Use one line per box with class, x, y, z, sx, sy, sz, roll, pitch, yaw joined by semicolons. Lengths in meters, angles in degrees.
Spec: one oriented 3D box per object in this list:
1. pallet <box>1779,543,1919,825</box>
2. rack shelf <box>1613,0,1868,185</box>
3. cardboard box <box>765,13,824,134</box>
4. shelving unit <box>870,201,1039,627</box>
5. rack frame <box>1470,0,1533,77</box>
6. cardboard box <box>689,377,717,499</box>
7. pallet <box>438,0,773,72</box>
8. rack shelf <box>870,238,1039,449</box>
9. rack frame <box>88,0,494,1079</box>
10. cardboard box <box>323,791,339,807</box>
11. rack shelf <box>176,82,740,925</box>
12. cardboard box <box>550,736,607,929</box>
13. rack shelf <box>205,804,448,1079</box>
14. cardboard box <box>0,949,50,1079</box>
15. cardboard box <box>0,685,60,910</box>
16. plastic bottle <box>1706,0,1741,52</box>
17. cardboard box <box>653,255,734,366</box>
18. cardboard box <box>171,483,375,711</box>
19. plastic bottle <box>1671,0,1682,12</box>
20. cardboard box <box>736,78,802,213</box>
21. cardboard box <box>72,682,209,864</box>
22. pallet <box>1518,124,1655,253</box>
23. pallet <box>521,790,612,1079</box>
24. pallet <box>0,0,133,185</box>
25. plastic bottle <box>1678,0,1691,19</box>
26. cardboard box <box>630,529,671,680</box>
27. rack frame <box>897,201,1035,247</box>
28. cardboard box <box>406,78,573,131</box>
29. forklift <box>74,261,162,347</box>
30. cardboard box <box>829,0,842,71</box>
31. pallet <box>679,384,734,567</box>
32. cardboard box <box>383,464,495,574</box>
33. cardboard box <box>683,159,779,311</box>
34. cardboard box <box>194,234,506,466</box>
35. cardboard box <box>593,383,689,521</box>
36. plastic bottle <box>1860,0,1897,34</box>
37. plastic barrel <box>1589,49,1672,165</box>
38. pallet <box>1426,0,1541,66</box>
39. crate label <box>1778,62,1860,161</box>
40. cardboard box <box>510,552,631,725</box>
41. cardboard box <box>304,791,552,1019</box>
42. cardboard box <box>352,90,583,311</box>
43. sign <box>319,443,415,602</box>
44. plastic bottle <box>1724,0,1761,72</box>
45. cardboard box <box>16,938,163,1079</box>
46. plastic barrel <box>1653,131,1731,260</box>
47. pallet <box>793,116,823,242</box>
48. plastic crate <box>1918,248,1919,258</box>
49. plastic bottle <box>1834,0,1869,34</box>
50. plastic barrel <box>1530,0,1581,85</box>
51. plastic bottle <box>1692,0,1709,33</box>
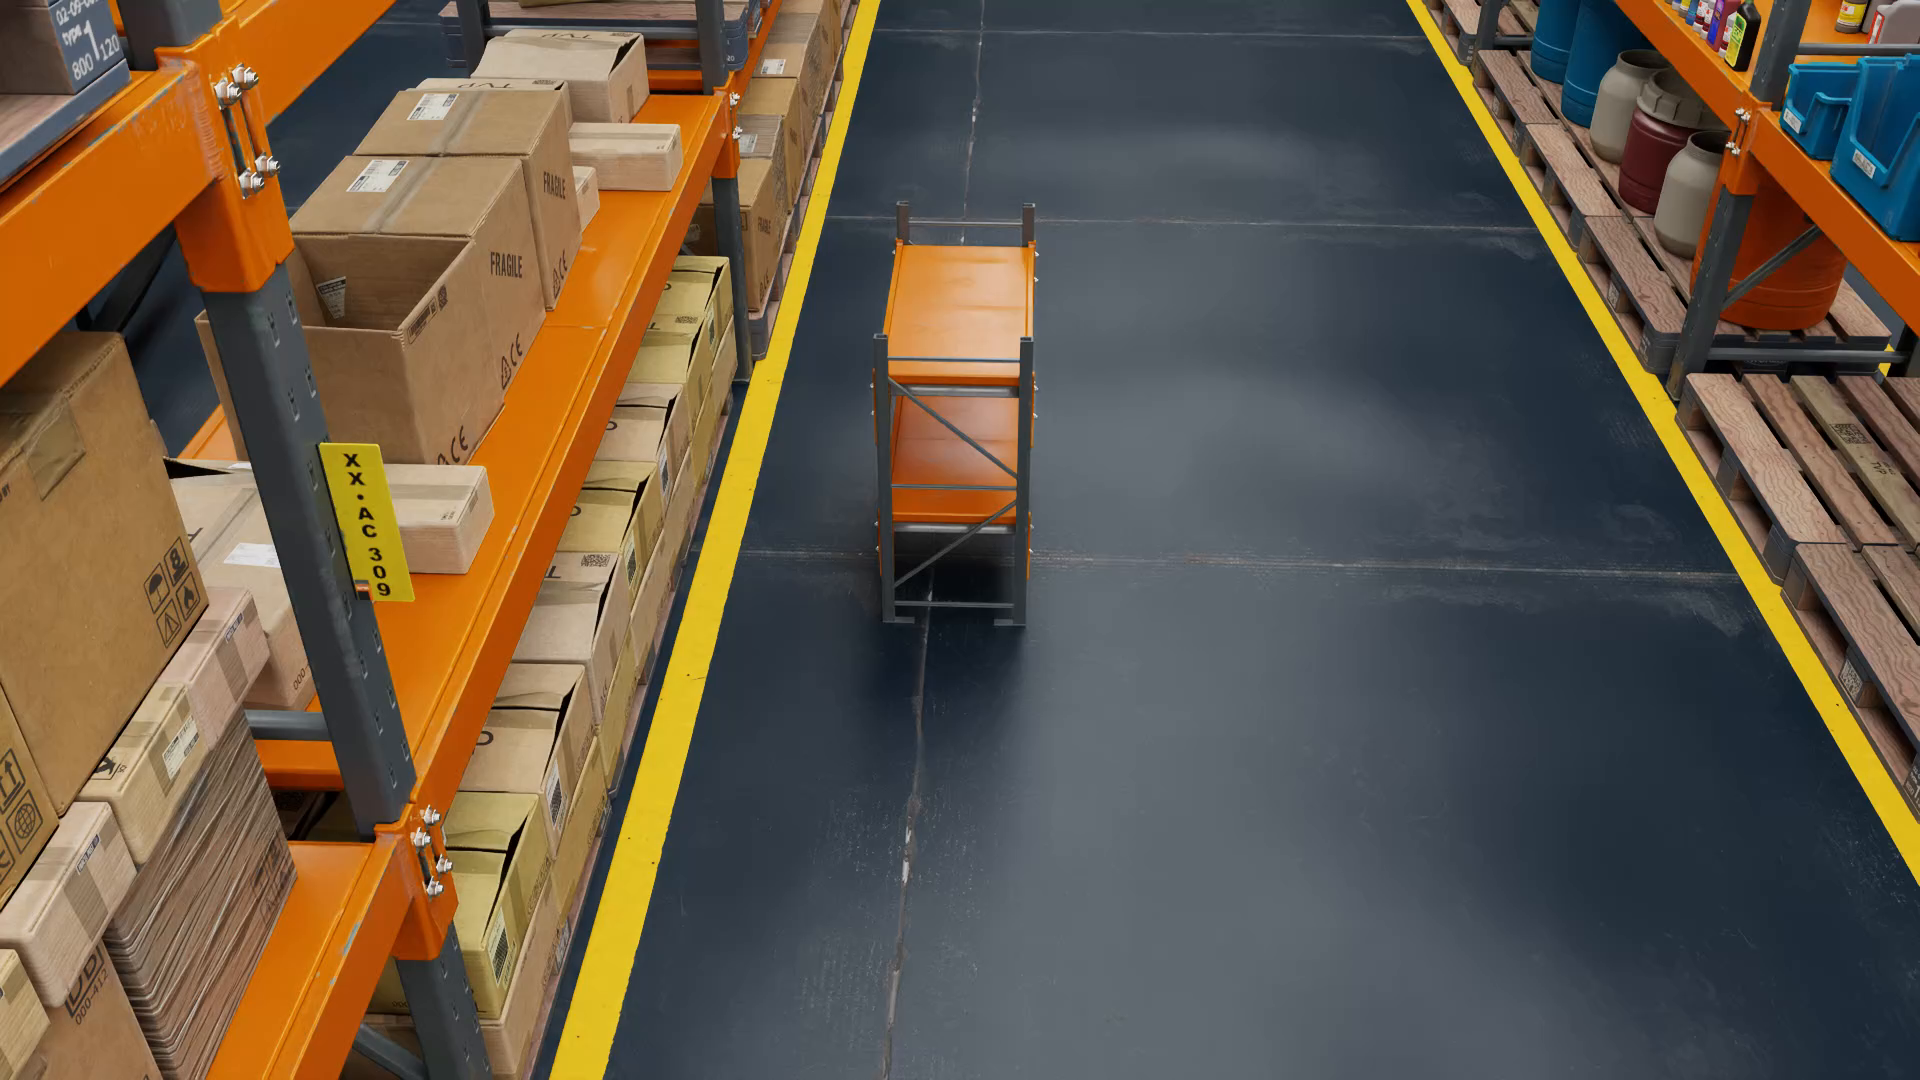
pallet;3.417;0.451;5.424;1.003;0.211;1.213;1;35;2
rack shelf;3.619;-2.688;8.091;1.077;0.370;4.000;1;35;2
cardboard box;-1.032;-2.543;9.051;0.500;0.500;0.500;2;35;2
shelving unit;0.000;-0.464;5.932;0.538;1.125;1.048;1;35;2
rack frame;3.700;-4.131;9.519;1.000;3.000;0.127;1;35;2
cardboard box;-1.205;-0.392;6.226;0.500;0.250;0.500;1;35;1
pallet;-1.453;-2.262;7.027;1.213;0.211;1.003;1;35;2
rack shelf;0.000;-0.704;5.764;0.538;0.278;1.000;1;35;2
rack frame;-1.574;0.349;3.145;0.949;2.616;0.053;1;35;2
cardboard box;-1.826;0.534;4.420;0.500;0.311;0.500;2;35;3
rack shelf;-1.491;-0.506;4.987;1.077;0.370;4.000;1;35;2
cardboard box;-1.285;0.782;4.555;0.500;0.250;0.500;2;35;3
rack shelf;-1.651;1.792;1.717;1.077;0.370;4.000;1;35;2
cardboard box;-1.397;0.647;2.070;0.380;0.149;0.250;1;35;2
cardboard box;-1.601;0.322;1.967;0.700;0.500;0.500;1;35;2
plastic bottle;3.138;-2.160;6.816;0.061;0.283;0.133;1;35;2
cardboard box;-1.185;-0.919;6.488;0.500;0.311;0.500;2;35;3
cardboard box;-1.595;0.126;3.592;0.500;0.250;0.500;3;35;5
plastic bottle;3.177;-2.445;7.232;0.097;0.271;0.097;0;35;0
cardboard box;-1.066;-1.951;8.208;0.500;0.500;0.500;1;35;1
cardboard box;-1.380;0.345;2.499;0.380;0.149;0.250;1;35;1
pallet;3.581;-1.845;8.692;1.003;0.211;1.213;1;35;2
pallet;-1.580;1.065;4.551;1.003;0.211;1.213;1;35;2
pallet;-1.579;-0.352;1.610;1.003;0.211;1.213;1;35;2
plastic bottle;3.173;-2.360;7.172;0.097;0.201;0.097;0;35;0
cardboard box;-1.246;0.192;5.394;0.500;0.250;0.500;2;35;3
rack frame;0.021;-0.756;6.348;0.500;1.125;0.032;1;35;2
cardboard box;-1.640;-1.404;5.716;0.500;0.311;0.500;1;35;1
forklift;-3.922;-1.453;5.768;1.130;2.935;3.031;-3;35;-4
cardboard box;-0.983;-3.115;9.865;0.500;0.500;0.500;1;35;2
pallet;-1.482;-0.337;6.545;1.003;0.211;1.213;1;35;2
cardboard box;-1.331;-0.053;3.935;0.380;0.149;0.250;1;35;2
cardboard box;-1.106;-1.362;7.370;0.500;0.500;0.500;3;35;4
cardboard box;-1.503;-0.436;4.175;0.500;0.500;0.500;4;35;5
cardboard box;-1.223;-0.331;5.650;0.500;0.311;0.500;1;35;2
plastic bottle;3.898;-2.289;7.006;0.152;0.276;0.135;1;35;2
plastic barrel;3.520;-2.244;8.632;0.421;0.512;0.421;0;35;0
pallet;3.690;-3.414;10.924;1.003;0.211;1.213;1;35;2
crate label;3.148;-1.531;5.965;0.303;0.233;0.416;1;35;2
cardboard box;-1.260;0.256;4.816;0.500;0.311;0.500;0;35;0
cardboard box;-1.305;0.841;3.984;0.500;0.311;0.500;1;35;2
cardboard box;-1.461;-1.026;5.014;0.500;0.500;0.500;0;35;-1
sign;-1.016;-0.026;2.857;0.100;0.325;0.005;1;35;2
plastic bottle;3.129;-2.028;6.628;0.061;0.283;0.133;1;35;2
cardboard box;-1.597;0.866;2.322;0.700;0.500;0.500;1;35;1
plastic barrel;3.475;-1.595;7.709;0.421;0.512;0.421;0;35;0
pallet;-1.291;-1.936;8.821;1.003;0.211;1.213;1;35;2
plastic crate;3.168;-0.938;4.920;0.402;0.464;0.583;1;35;2
plastic bottle;3.773;-2.251;7.017;0.097;0.201;0.097;0;35;0
plastic barrel;3.661;-3.132;9.558;0.600;0.901;0.708;1;35;2
plastic bottle;3.165;-2.248;7.013;0.097;0.201;0.097;0;35;0
